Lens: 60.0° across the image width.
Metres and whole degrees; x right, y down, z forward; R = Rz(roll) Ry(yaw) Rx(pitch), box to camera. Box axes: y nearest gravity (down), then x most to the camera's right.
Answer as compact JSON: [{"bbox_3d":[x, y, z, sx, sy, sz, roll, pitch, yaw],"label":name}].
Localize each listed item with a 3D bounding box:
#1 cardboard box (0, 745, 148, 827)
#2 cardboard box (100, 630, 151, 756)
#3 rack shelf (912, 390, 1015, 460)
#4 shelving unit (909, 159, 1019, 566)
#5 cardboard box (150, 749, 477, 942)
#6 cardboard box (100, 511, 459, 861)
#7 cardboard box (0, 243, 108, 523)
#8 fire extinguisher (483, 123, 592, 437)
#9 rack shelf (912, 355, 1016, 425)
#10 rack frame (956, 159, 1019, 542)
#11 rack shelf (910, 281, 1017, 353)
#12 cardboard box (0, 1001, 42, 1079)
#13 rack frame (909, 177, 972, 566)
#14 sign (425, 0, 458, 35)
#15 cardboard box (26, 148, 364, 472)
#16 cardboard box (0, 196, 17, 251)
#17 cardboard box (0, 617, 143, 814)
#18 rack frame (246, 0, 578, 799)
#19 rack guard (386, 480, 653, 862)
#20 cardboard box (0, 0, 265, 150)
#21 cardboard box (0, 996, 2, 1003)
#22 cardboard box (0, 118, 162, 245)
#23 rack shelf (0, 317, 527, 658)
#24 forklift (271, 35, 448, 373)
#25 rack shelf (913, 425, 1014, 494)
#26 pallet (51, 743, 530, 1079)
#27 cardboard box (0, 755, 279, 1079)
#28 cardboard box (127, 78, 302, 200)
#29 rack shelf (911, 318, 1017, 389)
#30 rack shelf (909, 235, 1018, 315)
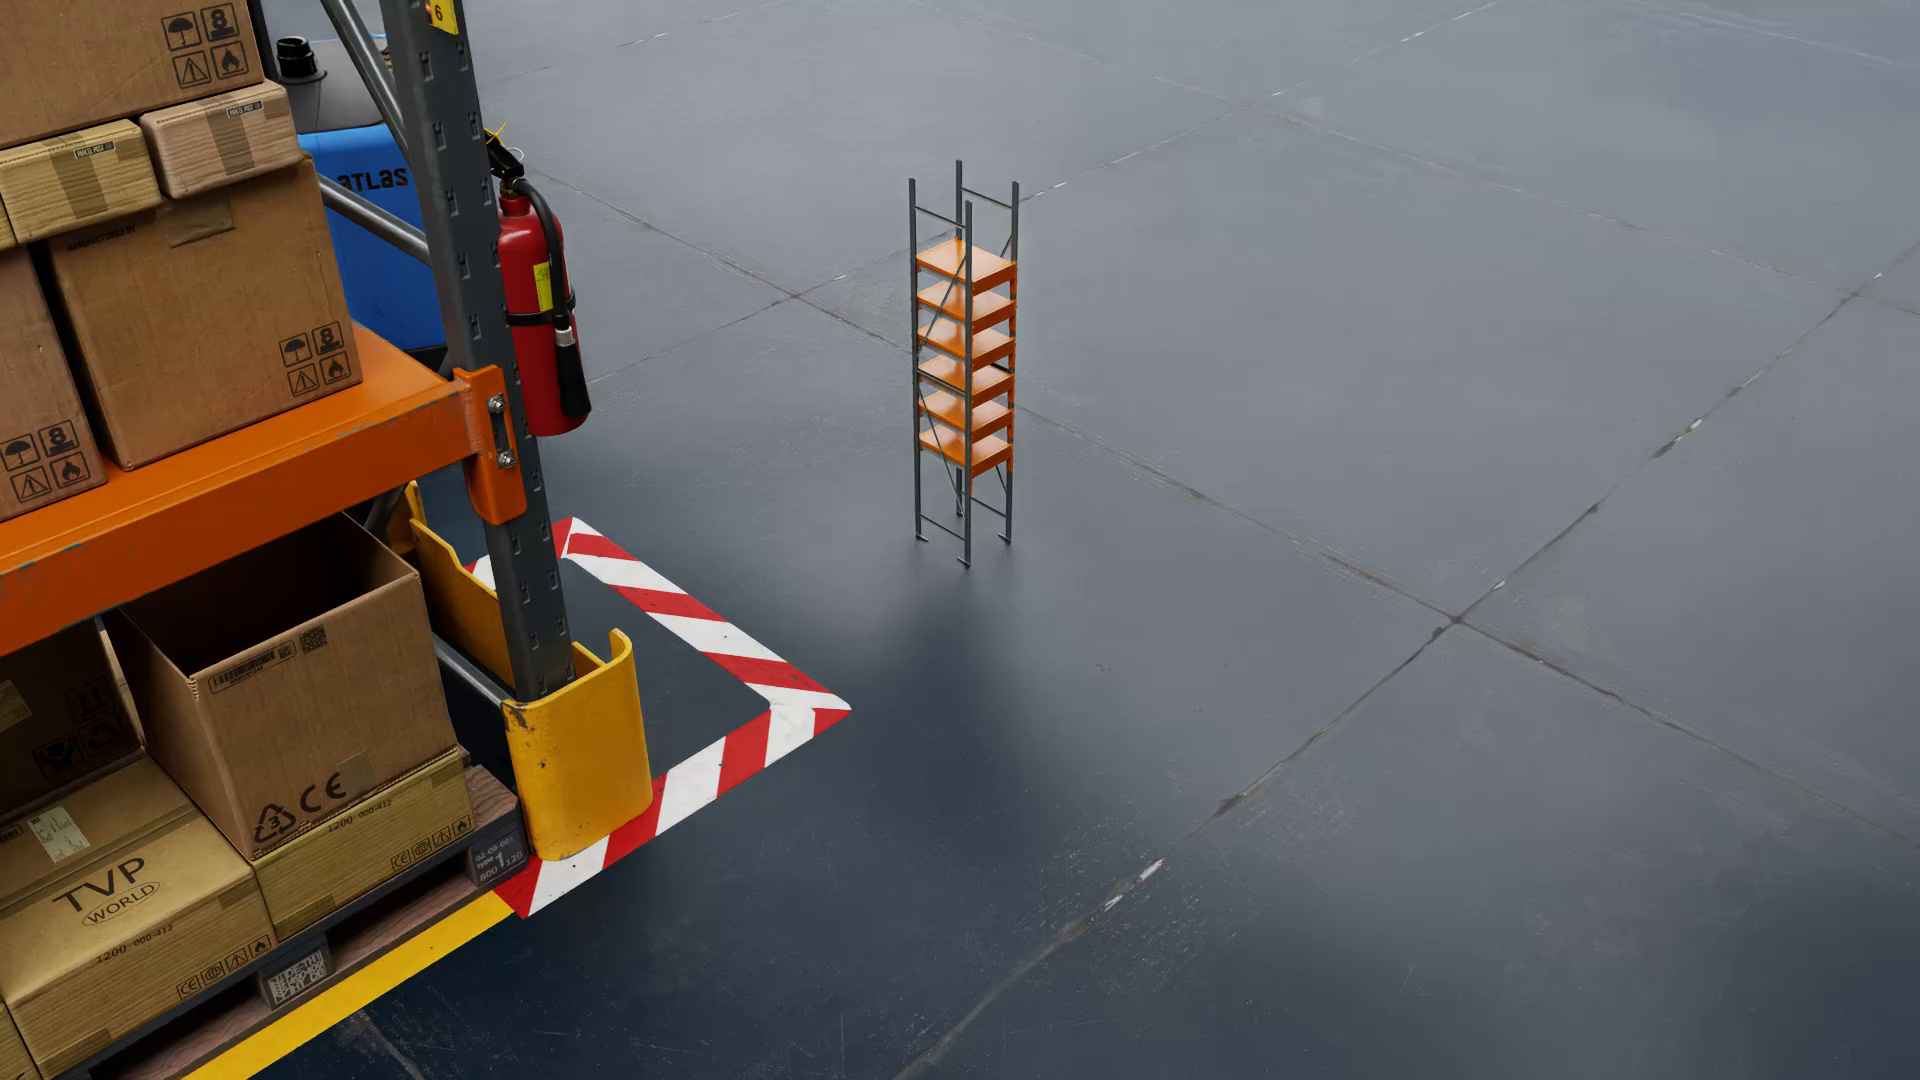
[{"bbox_3d":[-2.202,0.573,3.843,0.500,0.250,0.500,30,45,35],"label":"cardboard box"},{"bbox_3d":[-1.852,0.368,4.137,0.500,0.250,0.500,30,45,35],"label":"cardboard box"},{"bbox_3d":[0.010,-0.363,5.009,0.258,0.103,0.180,30,45,35],"label":"rack shelf"},{"bbox_3d":[0.010,-0.498,4.915,0.258,1.200,0.189,30,45,35],"label":"shelving unit"},{"bbox_3d":[-1.485,0.577,3.837,0.500,0.250,0.500,30,45,35],"label":"cardboard box"},{"bbox_3d":[-1.483,0.270,3.621,0.500,0.500,0.500,30,45,35],"label":"cardboard box"},{"bbox_3d":[-2.021,-0.357,3.052,0.500,0.500,0.700,-29,44,-35],"label":"cardboard box"},{"bbox_3d":[-0.904,-0.545,3.476,0.296,0.674,0.183,30,45,35],"label":"fire extinguisher"},{"bbox_3d":[0.010,-0.462,4.941,0.258,0.103,0.180,30,45,35],"label":"rack shelf"},{"bbox_3d":[0.075,-0.535,4.968,0.240,1.200,0.006,30,45,35],"label":"rack frame"},{"bbox_3d":[0.010,-0.658,4.803,0.258,0.103,0.180,30,45,35],"label":"rack shelf"},{"bbox_3d":[-2.179,0.988,3.247,0.500,0.250,0.500,30,45,35],"label":"cardboard box"},{"bbox_3d":[-0.054,-0.461,4.862,0.240,1.200,0.006,30,45,35],"label":"rack frame"},{"bbox_3d":[-0.941,-1.063,2.933,0.100,0.325,0.005,30,45,35],"label":"sign"},{"bbox_3d":[-1.654,-0.572,3.361,0.700,0.500,0.500,30,45,35],"label":"cardboard box"},{"bbox_3d":[-1.814,-0.580,2.805,0.380,0.149,0.250,29,44,35],"label":"cardboard box"},{"bbox_3d":[-2.203,0.264,3.630,0.500,0.500,0.500,30,45,35],"label":"cardboard box"},{"bbox_3d":[-1.317,-0.715,3.654,1.000,3.000,0.127,30,45,35],"label":"rack frame"},{"bbox_3d":[-1.300,0.300,4.383,1.175,0.500,0.348,30,45,35],"label":"rack guard"},{"bbox_3d":[-1.692,-1.083,2.959,0.500,0.500,0.700,-30,45,-35],"label":"cardboard box"},{"bbox_3d":[-2.177,0.682,3.031,0.500,0.500,0.500,30,45,35],"label":"cardboard box"},{"bbox_3d":[-1.634,-0.684,2.954,0.250,0.149,0.380,-29,44,-35],"label":"cardboard box"},{"bbox_3d":[-2.726,0.391,2.695,1.077,0.370,4.000,30,45,35],"label":"rack shelf"},{"bbox_3d":[-3.244,-1.621,5.012,3.031,2.935,1.130,-11,36,-16],"label":"forklift"},{"bbox_3d":[0.010,-0.265,5.078,0.258,0.103,0.180,30,45,35],"label":"rack shelf"},{"bbox_3d":[-1.826,0.756,3.982,1.003,0.211,1.213,30,45,35],"label":"pallet"},{"bbox_3d":[-1.828,0.785,3.539,0.500,0.250,0.500,30,45,35],"label":"cardboard box"},{"bbox_3d":[-1.450,-0.791,3.107,0.380,0.149,0.250,29,44,35],"label":"cardboard box"},{"bbox_3d":[0.010,-0.560,4.872,0.258,0.103,0.180,30,45,35],"label":"rack shelf"},{"bbox_3d":[0.010,-0.757,4.735,0.258,0.103,0.180,30,45,35],"label":"rack shelf"}]
